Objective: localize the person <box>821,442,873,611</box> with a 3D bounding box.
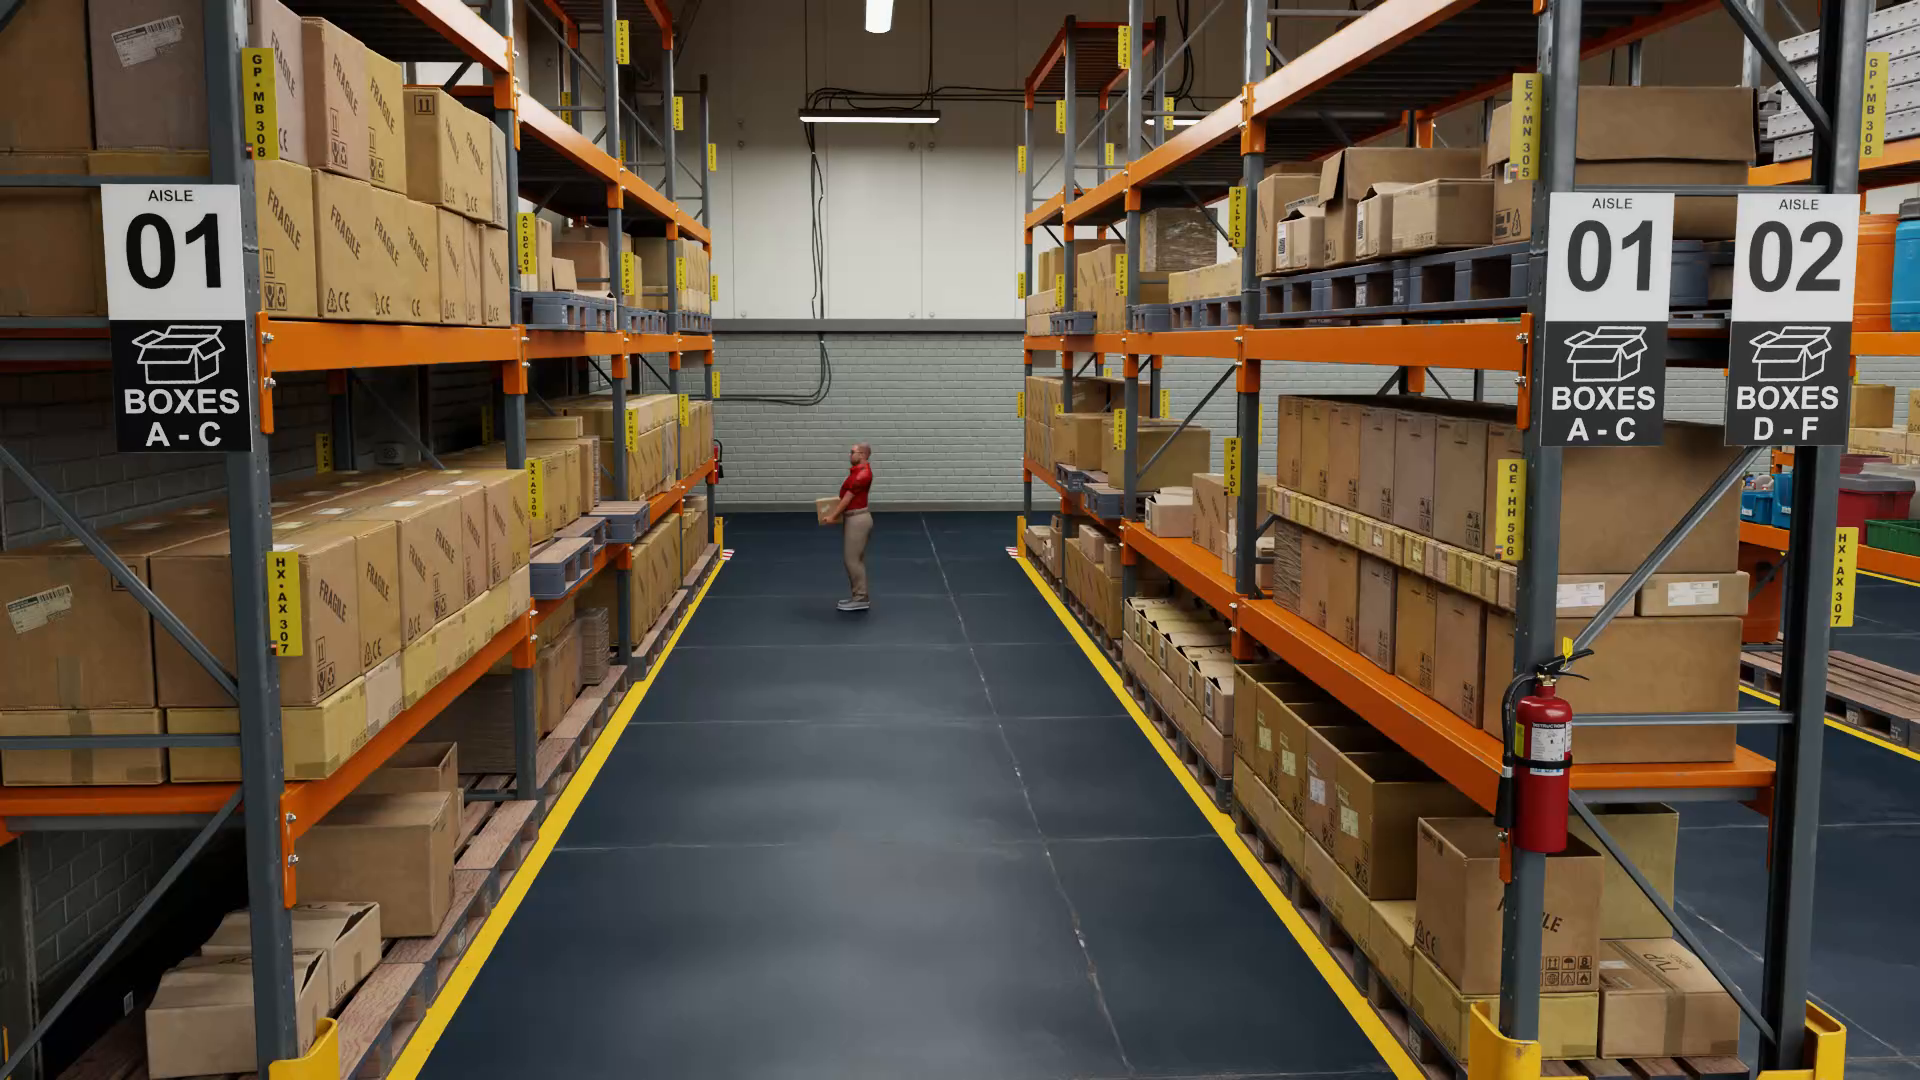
[{"bbox_3d":[-1.160,-0.145,17.086,0.537,1.717,0.494,0,7,-3],"label":"person"}]
